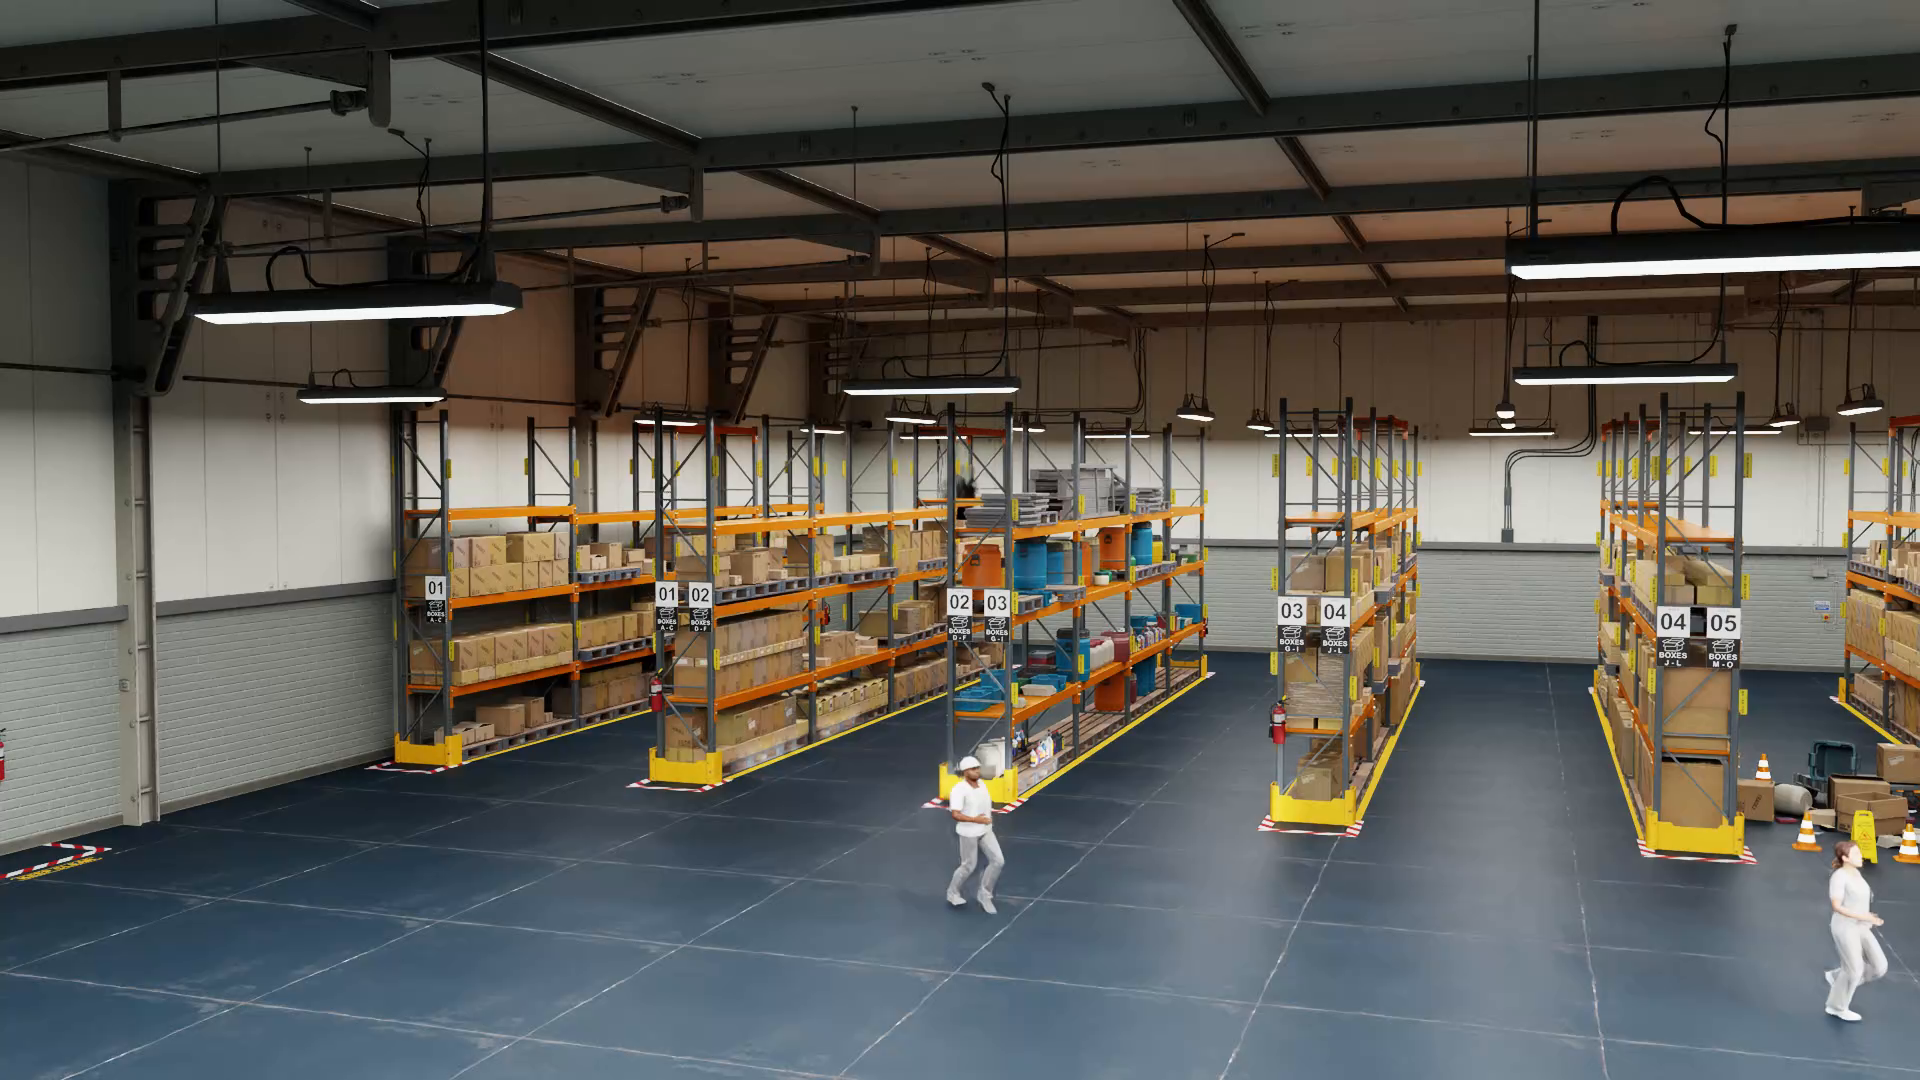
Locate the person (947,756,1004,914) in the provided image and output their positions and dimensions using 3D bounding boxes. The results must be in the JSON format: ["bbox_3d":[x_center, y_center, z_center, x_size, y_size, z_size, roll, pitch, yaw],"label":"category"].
[{"bbox_3d":[0.170,3.335,18.822,0.733,1.790,0.707,2,3,45],"label":"person"}]

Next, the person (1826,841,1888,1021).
[{"bbox_3d":[8.103,3.542,15.068,0.558,1.626,0.555,-2,3,-36],"label":"person"}]
